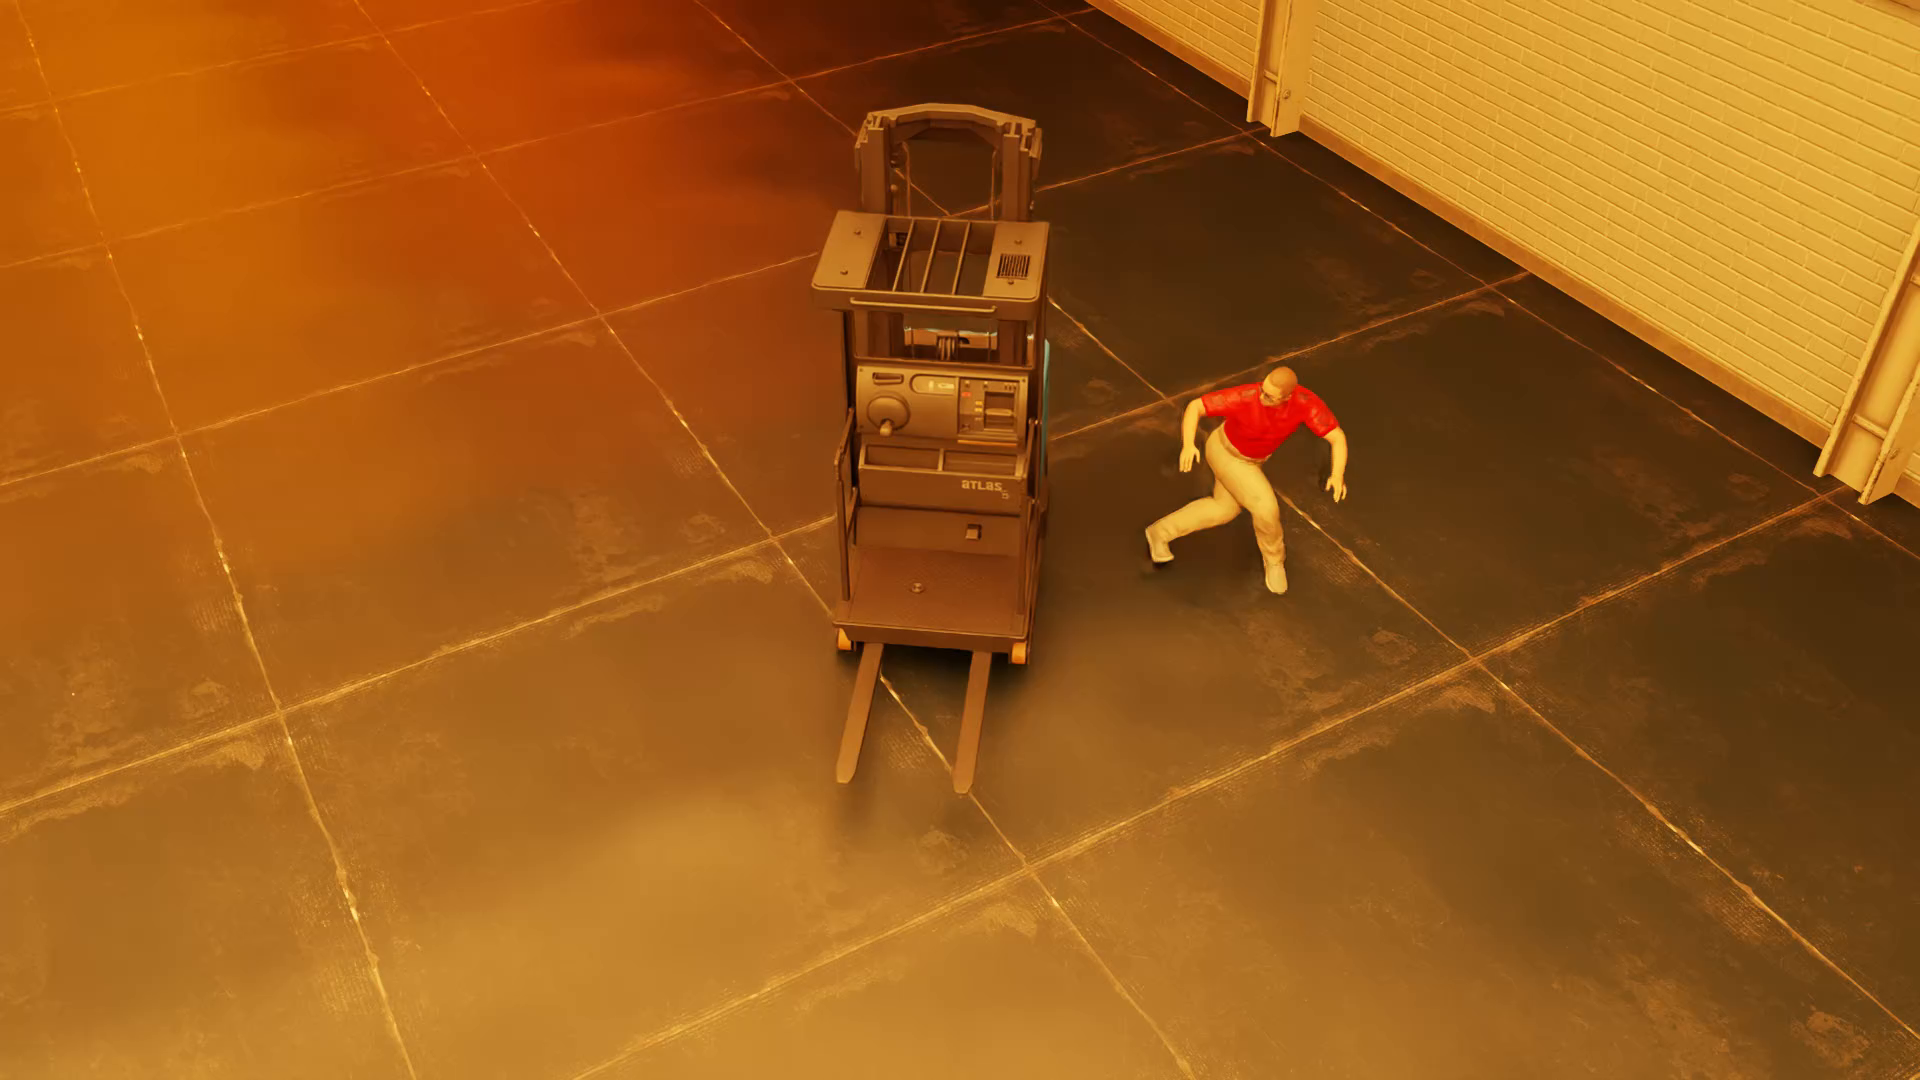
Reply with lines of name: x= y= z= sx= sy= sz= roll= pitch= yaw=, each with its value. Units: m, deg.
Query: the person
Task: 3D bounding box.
person: x=1.660 y=-0.316 z=9.575 sx=0.950 sy=1.526 sz=1.099 roll=-23 pitch=45 yaw=-26

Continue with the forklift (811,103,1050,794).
forklift: x=-0.121 y=-0.655 z=8.826 sx=1.130 sy=2.935 sz=3.031 roll=4 pitch=40 yaw=5
